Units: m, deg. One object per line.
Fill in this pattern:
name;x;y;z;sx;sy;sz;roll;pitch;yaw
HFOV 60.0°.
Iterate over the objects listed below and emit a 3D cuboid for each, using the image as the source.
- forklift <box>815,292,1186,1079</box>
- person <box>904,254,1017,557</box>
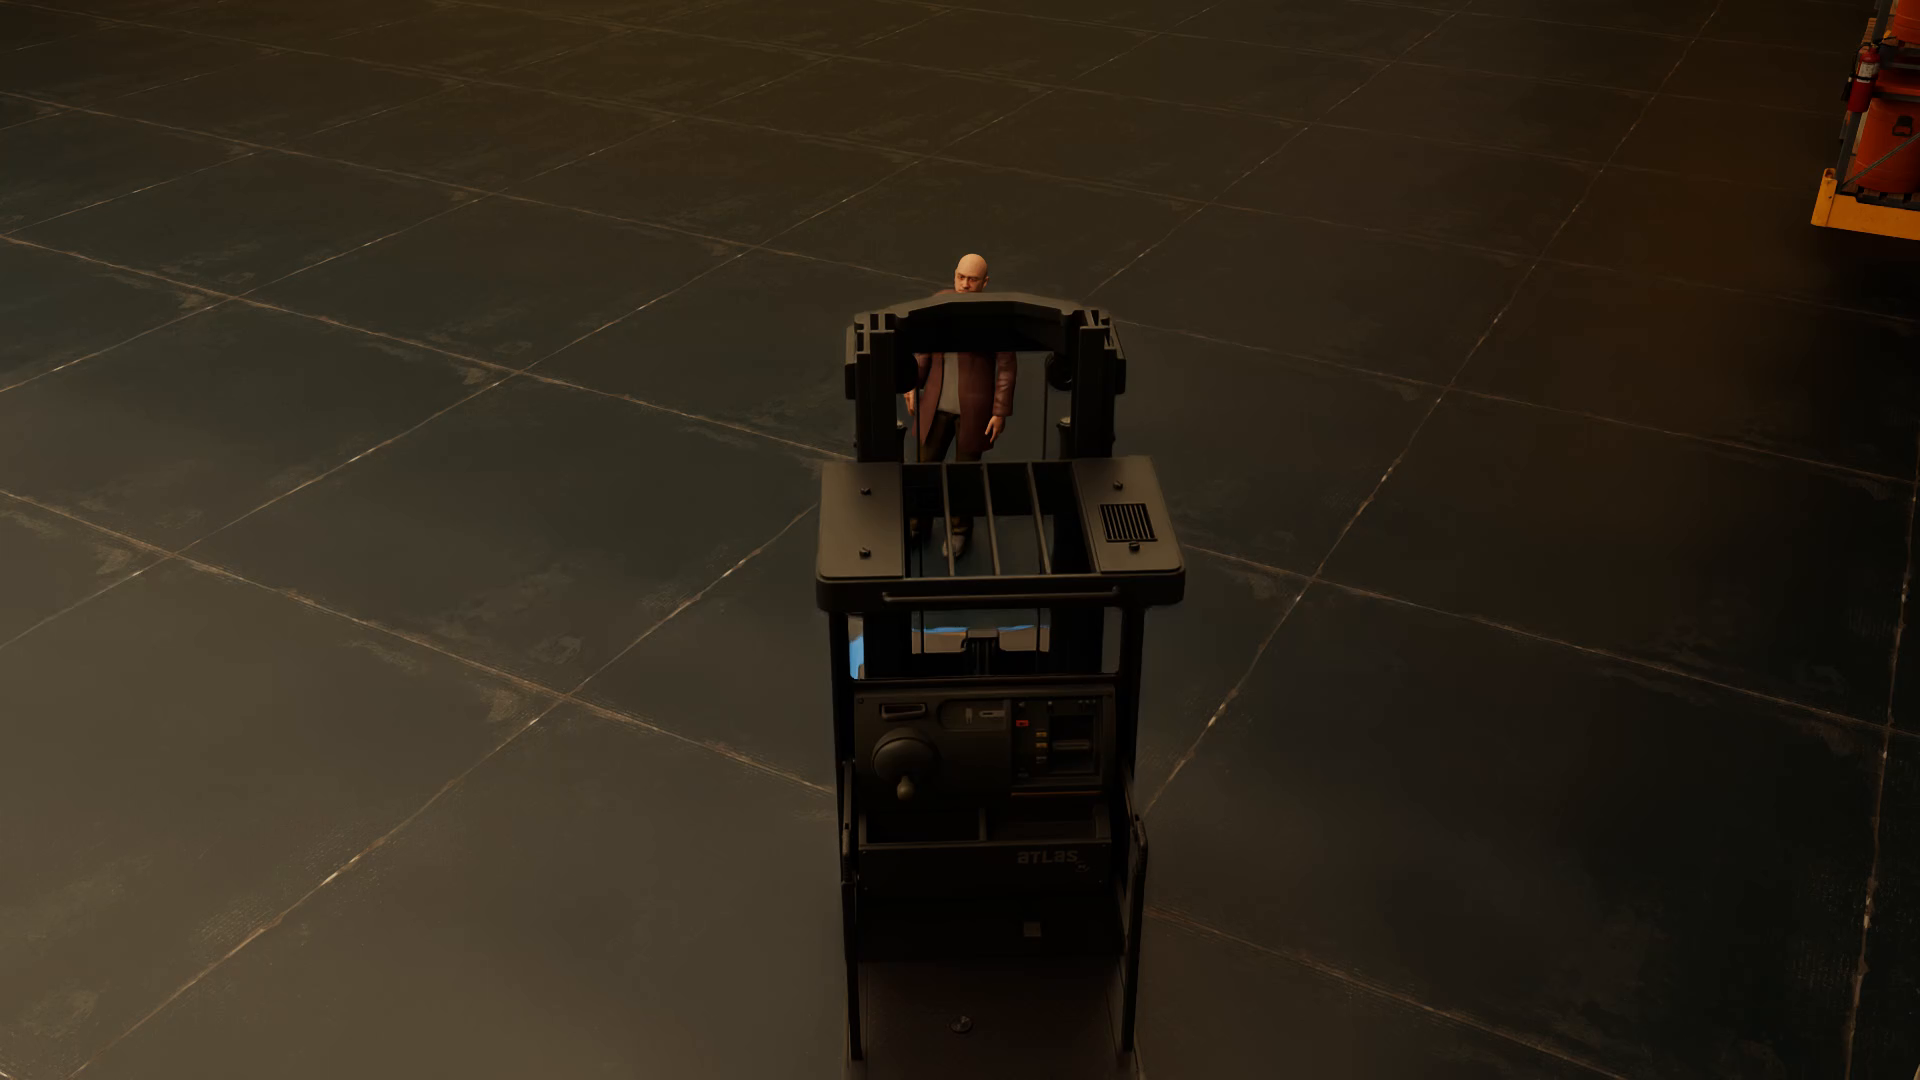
forklift;0.103;0.769;5.738;1.130;2.935;3.031;-1;30;-2
person;-0.048;-0.737;9.487;0.698;1.777;0.579;15;33;25
